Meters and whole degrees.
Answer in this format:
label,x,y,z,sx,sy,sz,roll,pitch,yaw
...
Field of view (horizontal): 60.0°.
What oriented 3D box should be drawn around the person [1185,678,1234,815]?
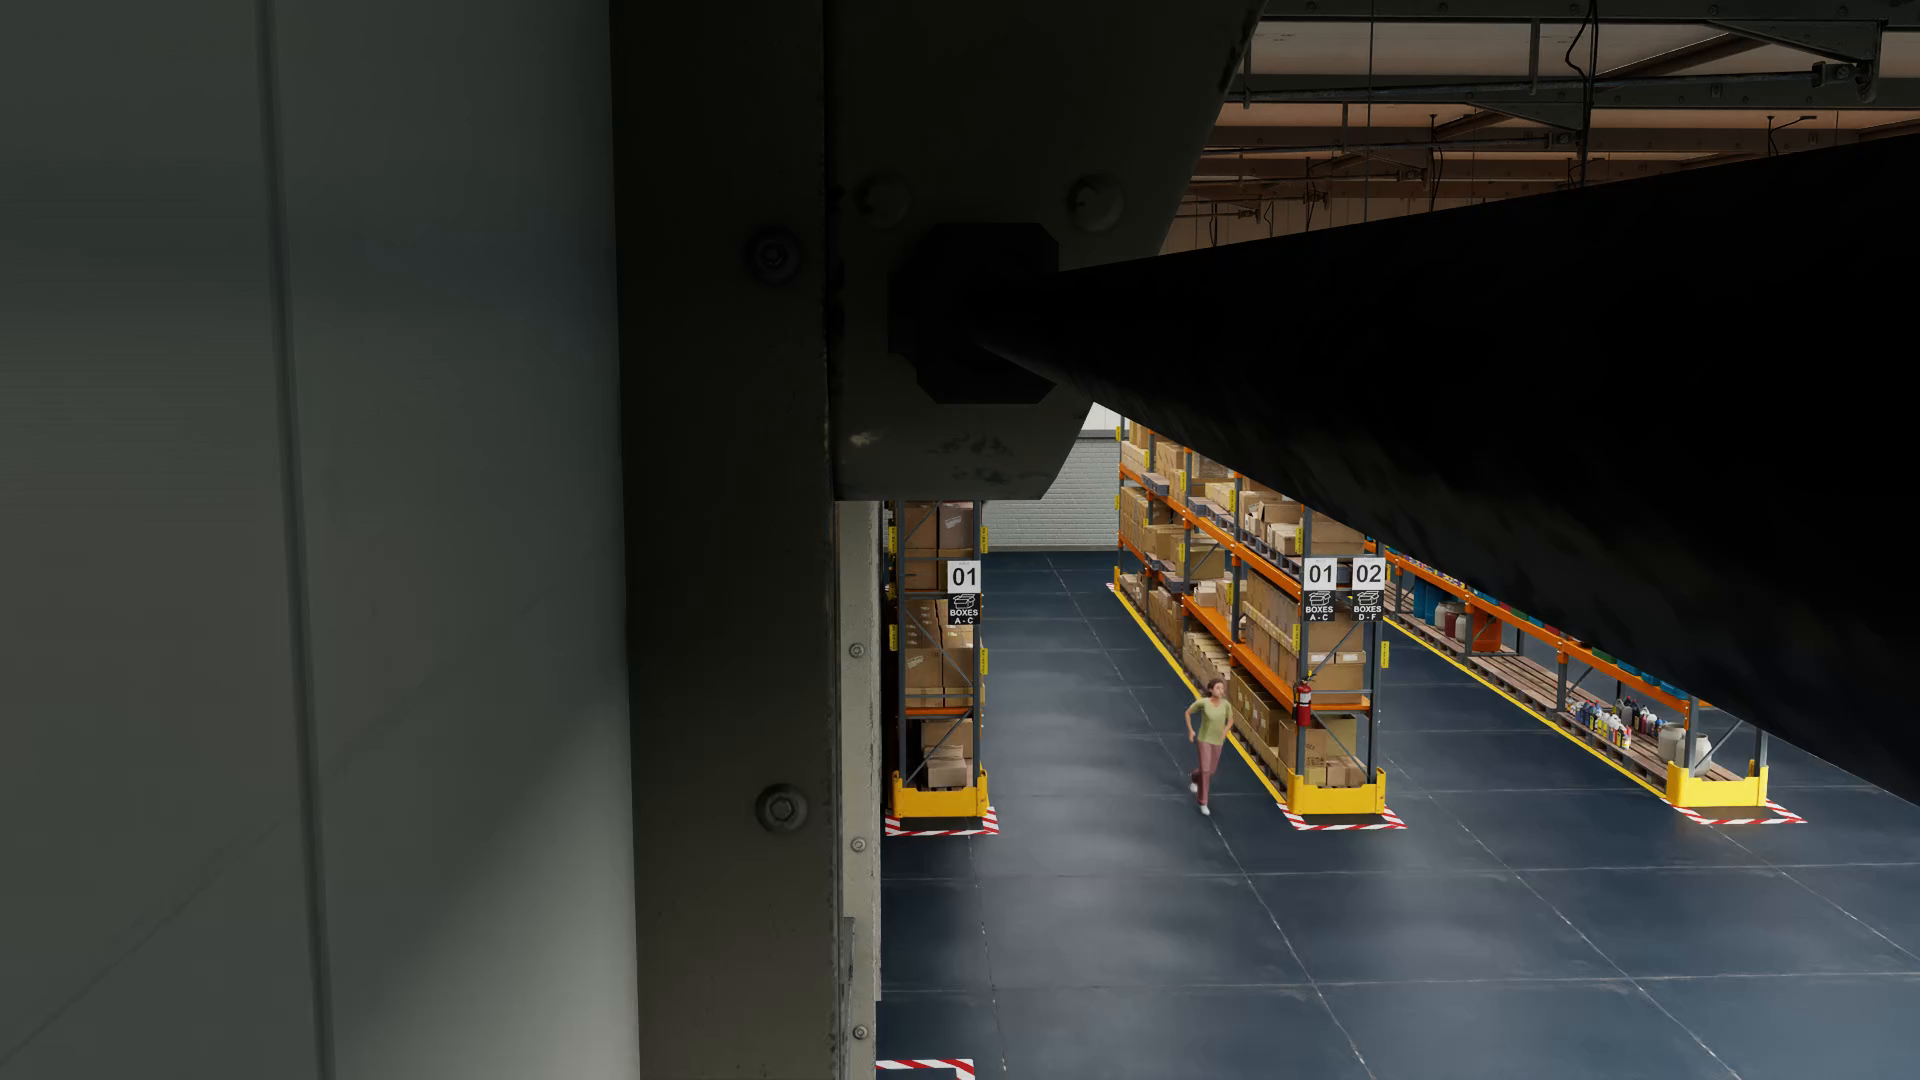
label,x,y,z,sx,sy,sz,roll,pitch,yaw
person,3.139,2.543,20.894,0.615,1.664,0.803,-2,8,-11
